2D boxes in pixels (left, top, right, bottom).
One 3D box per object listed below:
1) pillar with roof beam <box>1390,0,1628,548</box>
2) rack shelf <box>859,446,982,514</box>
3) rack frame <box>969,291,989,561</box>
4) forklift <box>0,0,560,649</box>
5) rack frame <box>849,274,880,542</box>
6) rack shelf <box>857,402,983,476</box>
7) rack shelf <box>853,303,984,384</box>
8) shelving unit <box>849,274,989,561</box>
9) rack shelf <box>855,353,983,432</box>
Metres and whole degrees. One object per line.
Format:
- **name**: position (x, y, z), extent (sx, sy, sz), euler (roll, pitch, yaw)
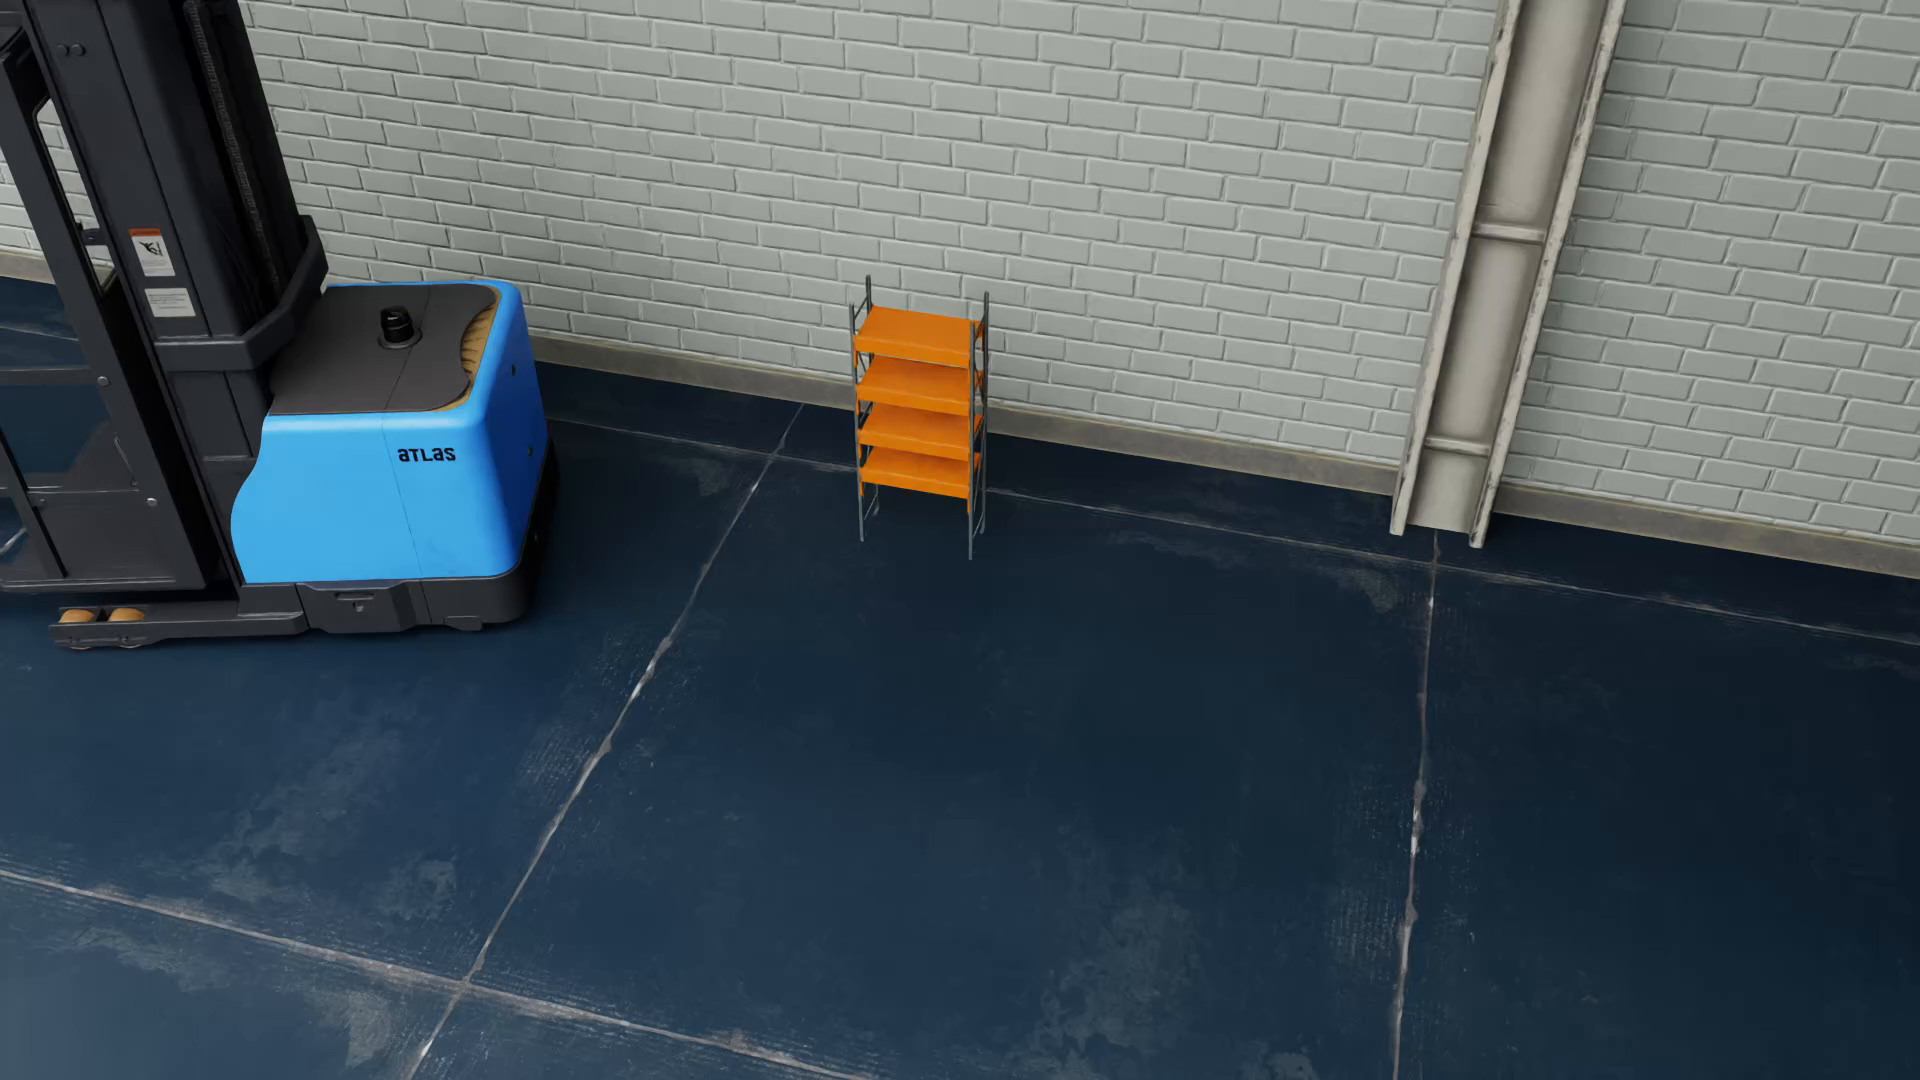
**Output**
- **pillar with roof beam**: position (1.001, -0.862, 1.280), extent (0.400, 9.000, 9.100), euler (10, 41, 11)
- **rack shelf**: position (-0.160, -0.283, 7.068), extent (0.480, 0.148, 0.258), euler (10, 41, 11)
- **rack frame**: position (0.076, -0.446, 6.849), extent (0.015, 1.200, 0.240), euler (10, 41, 11)
- **forklift**: position (-3.292, -1.029, 6.197), extent (3.031, 2.935, 1.130), euler (-2, 40, -2)
- **rack frame**: position (-0.396, -0.528, 6.945), extent (0.015, 1.200, 0.240), euler (10, 41, 11)
- **rack shelf**: position (-0.160, -0.435, 6.940), extent (0.480, 0.148, 0.258), euler (10, 41, 11)
- **rack shelf**: position (-0.160, -0.788, 6.644), extent (0.480, 0.148, 0.258), euler (10, 41, 11)
- **shelving unit**: position (-0.160, -0.487, 6.897), extent (0.503, 1.200, 0.258), euler (10, 41, 11)
- **rack shelf**: position (-0.160, -0.607, 6.796), extent (0.480, 0.148, 0.258), euler (10, 41, 11)
